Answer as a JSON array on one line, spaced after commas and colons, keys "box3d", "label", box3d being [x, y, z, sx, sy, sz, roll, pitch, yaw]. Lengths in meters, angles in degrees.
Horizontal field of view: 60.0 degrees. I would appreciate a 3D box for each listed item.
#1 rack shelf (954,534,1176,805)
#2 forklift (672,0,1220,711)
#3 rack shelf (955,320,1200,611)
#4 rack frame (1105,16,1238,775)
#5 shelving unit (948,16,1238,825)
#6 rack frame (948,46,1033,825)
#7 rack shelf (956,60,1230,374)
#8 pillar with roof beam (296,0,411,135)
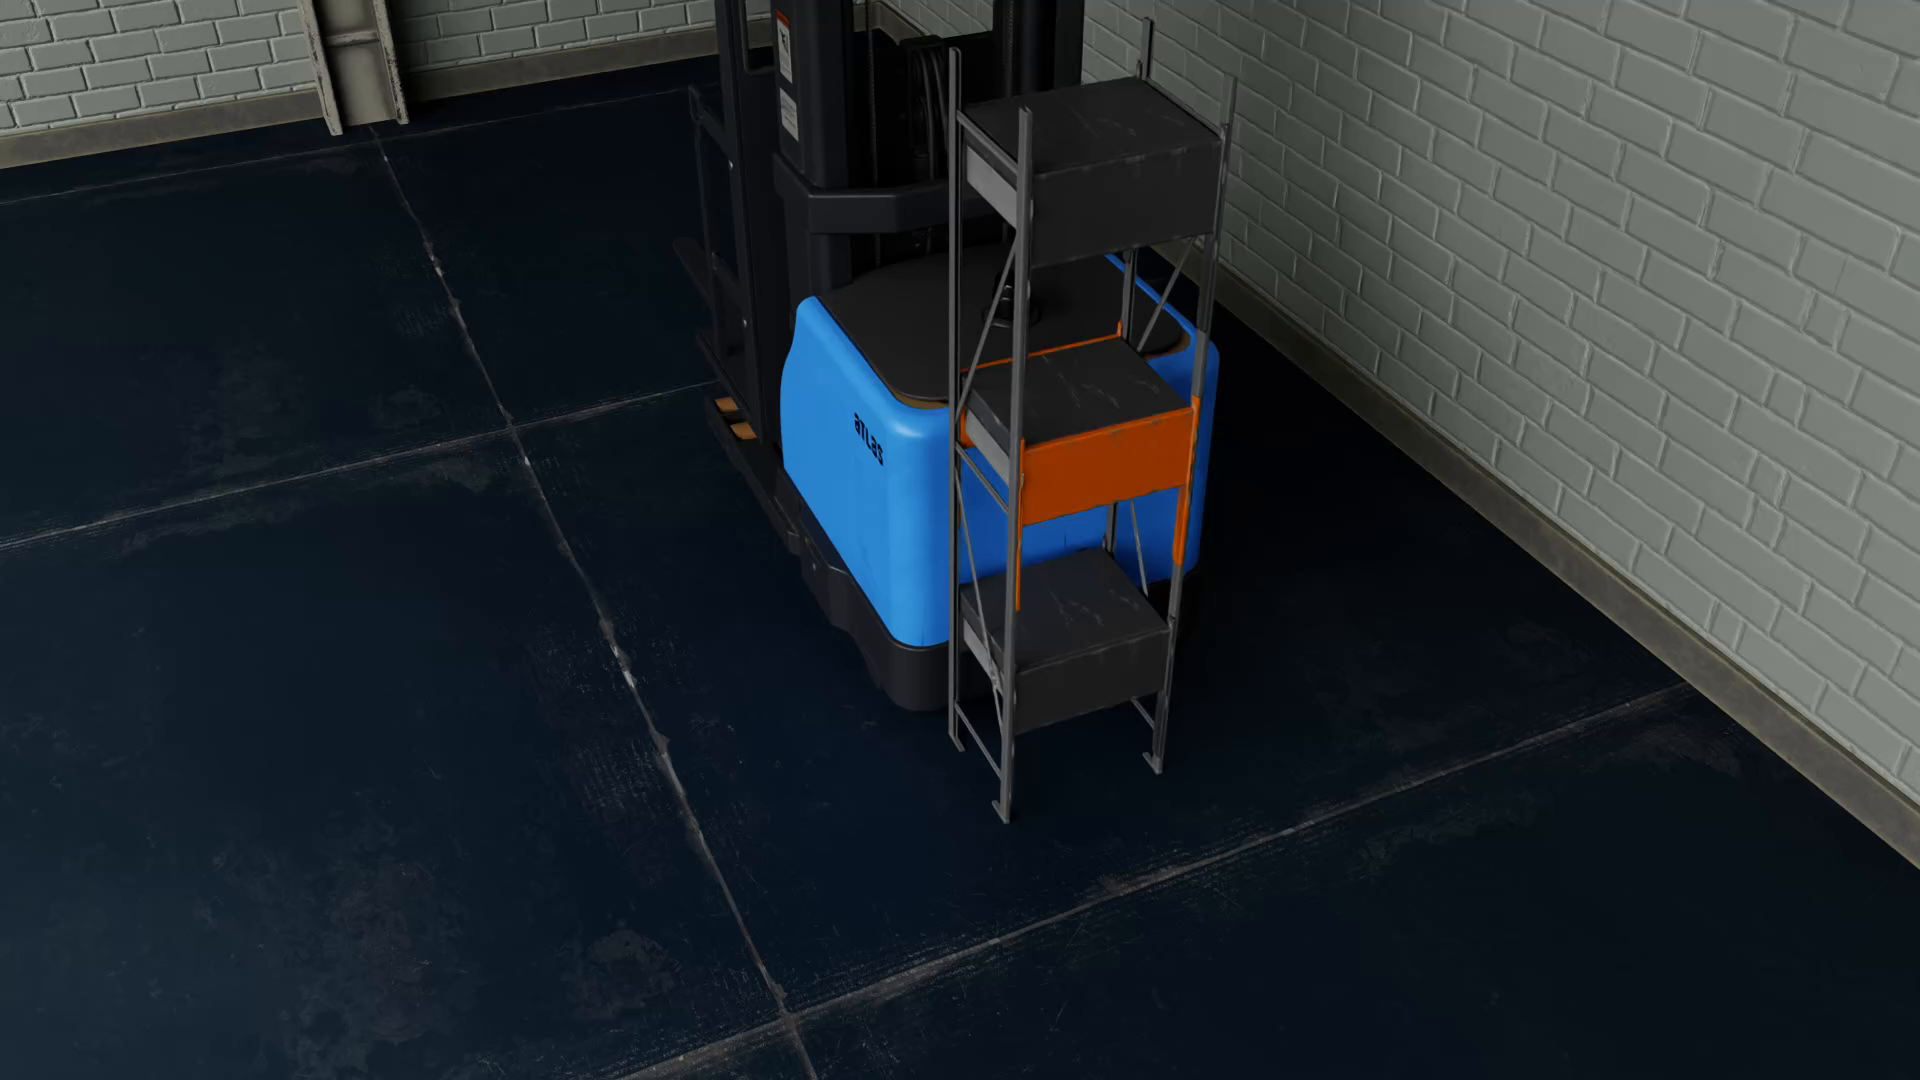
[{"box3d": [0.278, 0.361, 4.694, 0.480, 0.518, 0.431, -15, 40, -19], "label": "rack shelf"}, {"box3d": [-0.305, -1.540, 5.366, 1.130, 2.935, 3.031, -15, 39, -19], "label": "forklift"}, {"box3d": [0.281, -0.197, 4.270, 0.480, 0.518, 0.431, -15, 40, -19], "label": "rack shelf"}, {"box3d": [0.505, -0.266, 4.341, 0.015, 2.100, 0.400, -15, 40, -19], "label": "rack frame"}, {"box3d": [0.281, -0.207, 4.262, 0.503, 2.100, 0.431, -15, 40, -19], "label": "shelving unit"}, {"box3d": [0.058, -0.149, 4.184, 0.015, 2.100, 0.400, -15, 40, -19], "label": "rack frame"}, {"box3d": [0.285, -0.754, 3.847, 0.480, 0.518, 0.431, -15, 40, -19], "label": "rack shelf"}, {"box3d": [-1.287, -3.506, 2.923, 0.400, 9.000, 9.100, -16, 39, -20], "label": "pillar with roof beam"}]
